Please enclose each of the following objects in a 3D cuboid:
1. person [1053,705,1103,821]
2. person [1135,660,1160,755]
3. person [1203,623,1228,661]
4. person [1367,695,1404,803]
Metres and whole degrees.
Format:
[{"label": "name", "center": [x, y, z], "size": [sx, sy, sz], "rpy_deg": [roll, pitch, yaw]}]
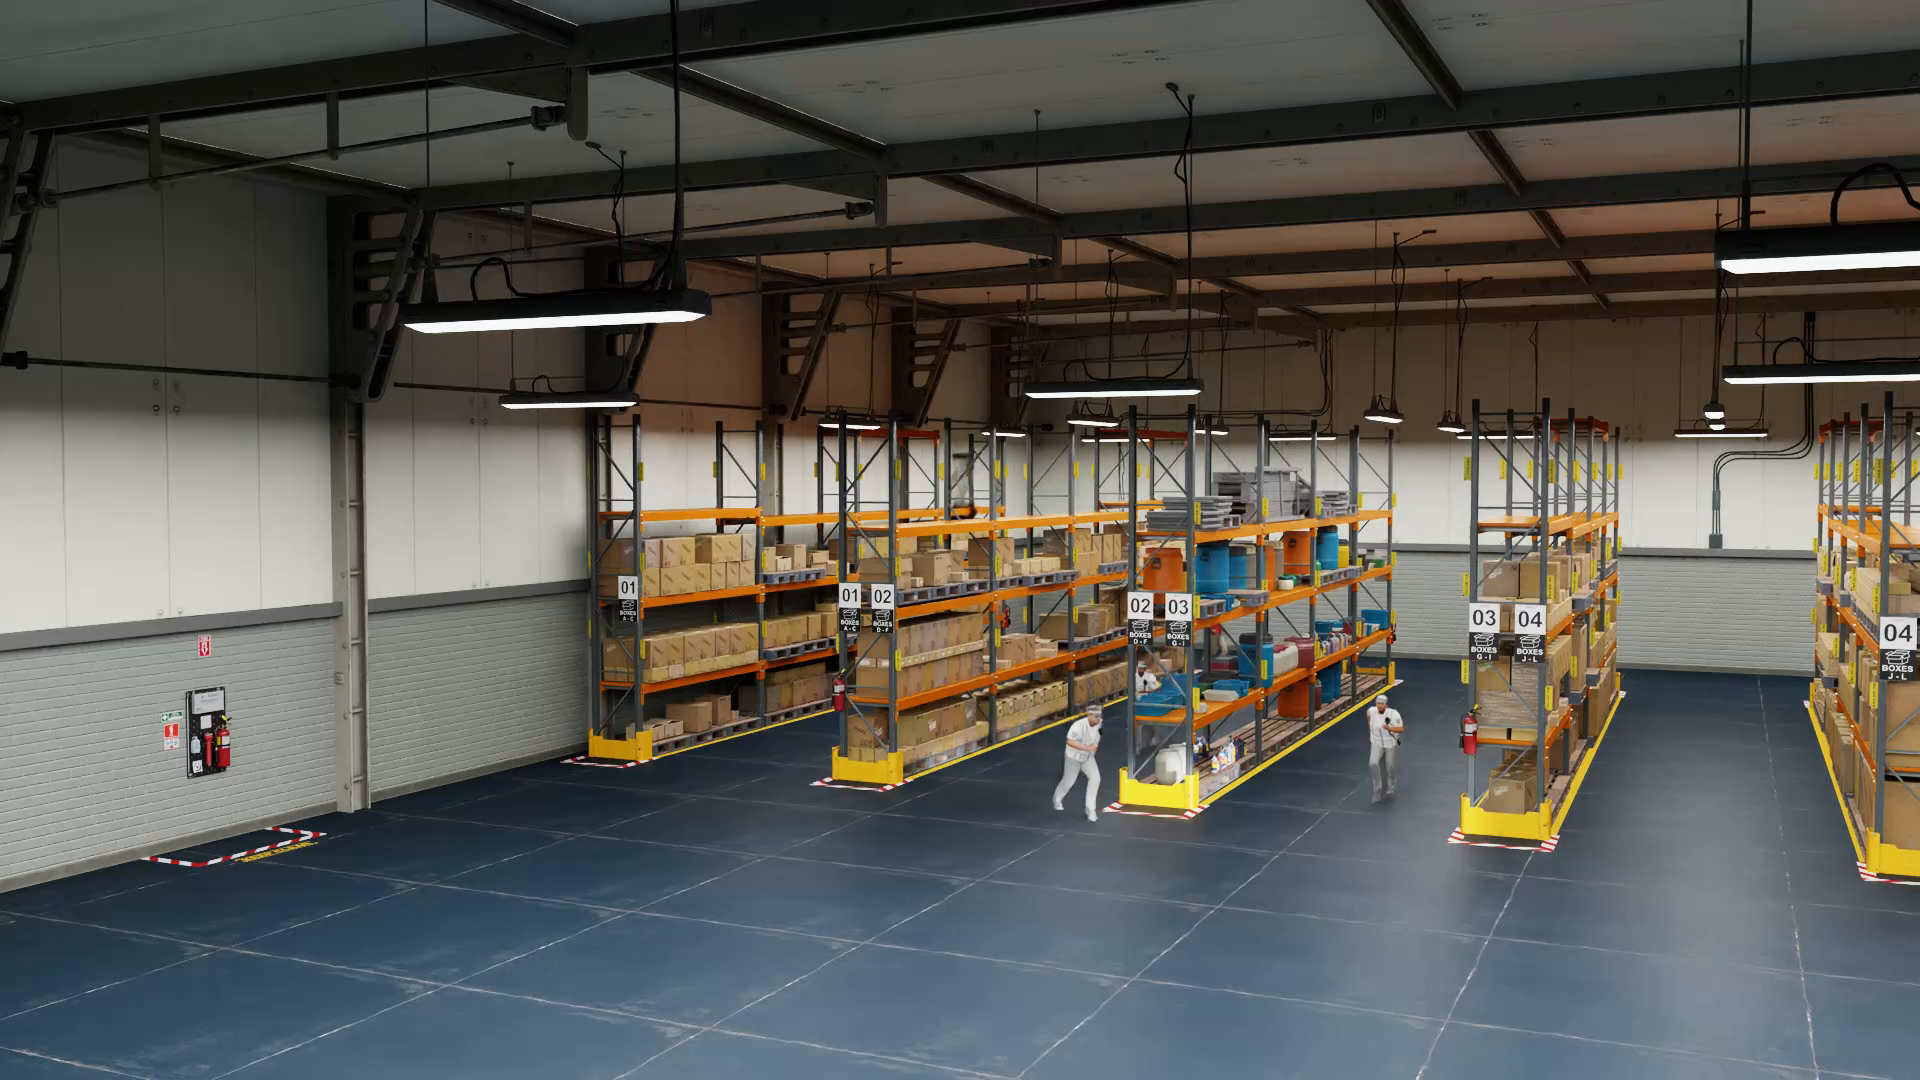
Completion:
[{"label": "person", "center": [1.719, 3.215, 24.173], "size": [0.707, 1.719, 1.014], "rpy_deg": [-2, 3, -36]}, {"label": "person", "center": [3.348, 2.963, 29.715], "size": [0.576, 1.699, 0.945], "rpy_deg": [1, 3, 25]}, {"label": "person", "center": [6.370, 2.454, 41.731], "size": [0.709, 1.715, 0.893], "rpy_deg": [-1, 3, -30]}, {"label": "person", "center": [6.481, 3.154, 25.336], "size": [0.597, 1.658, 0.909], "rpy_deg": [1, 3, 24]}]
